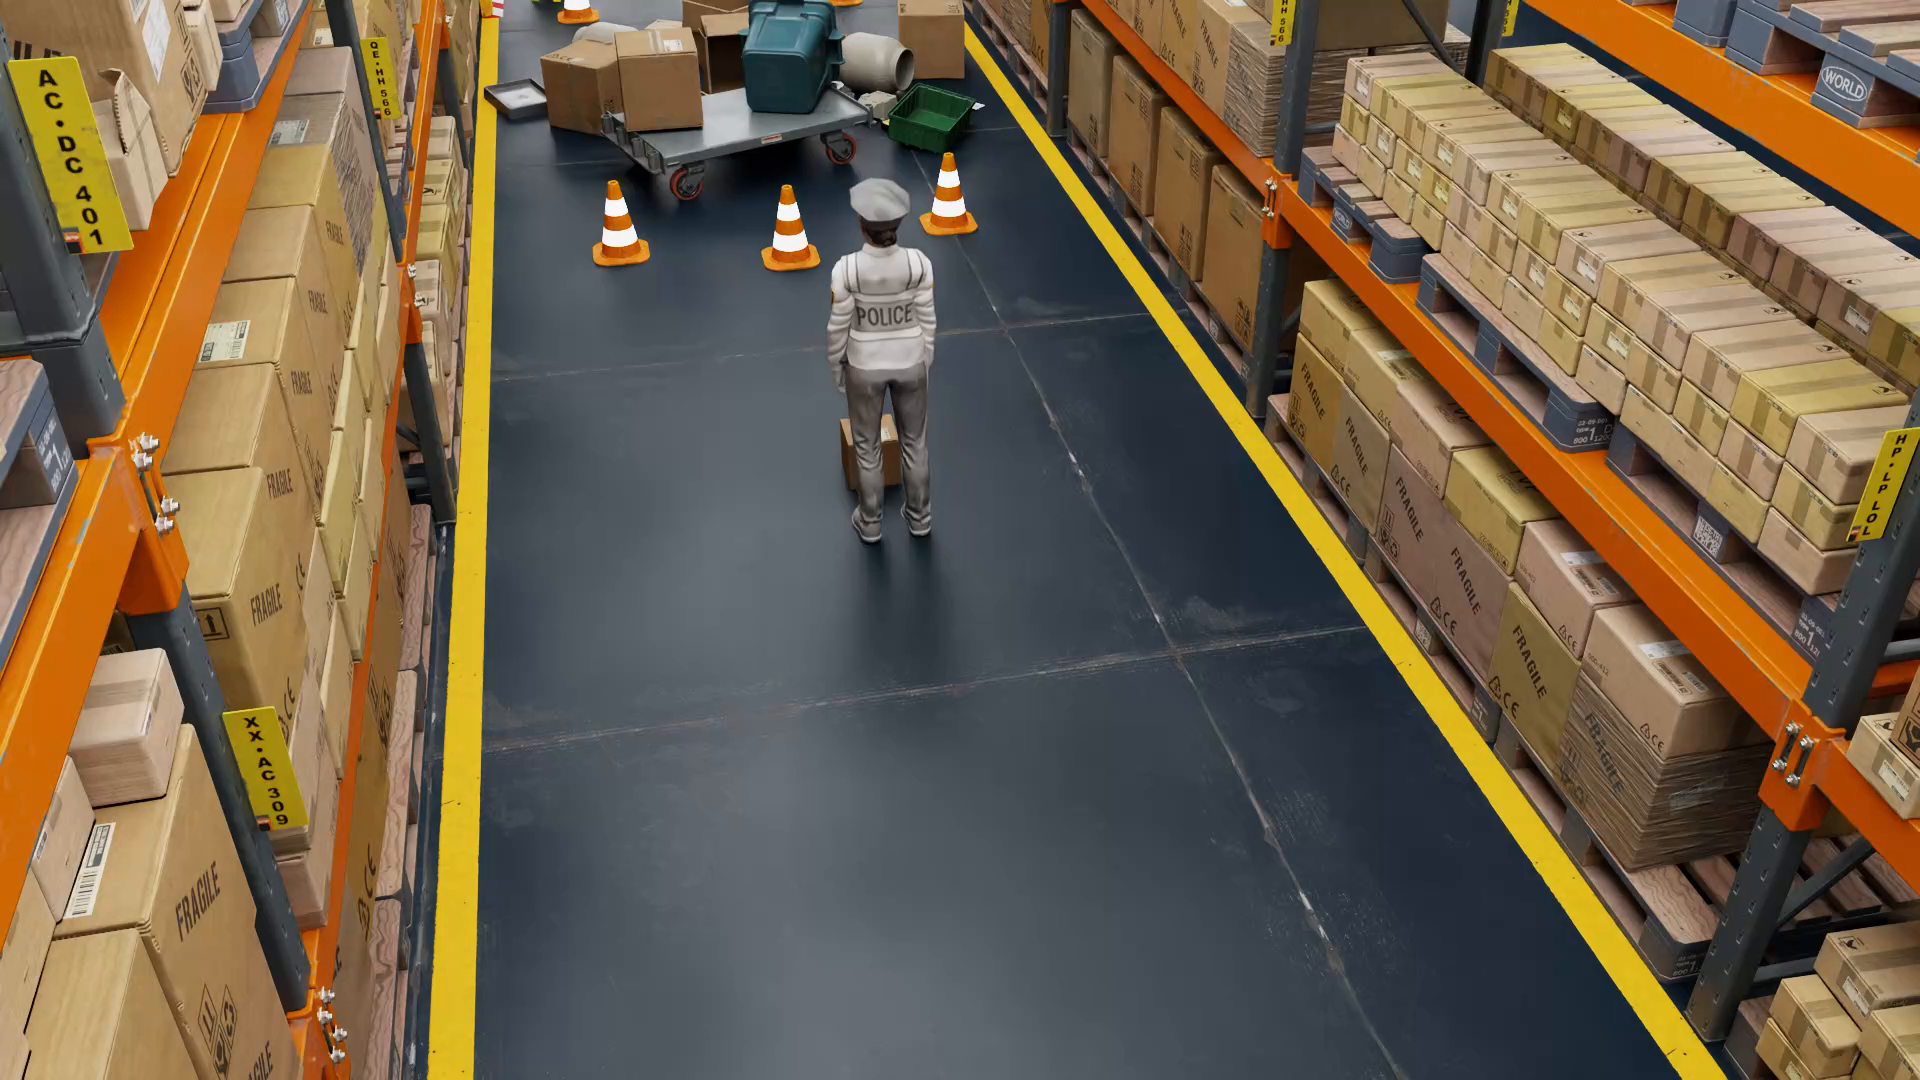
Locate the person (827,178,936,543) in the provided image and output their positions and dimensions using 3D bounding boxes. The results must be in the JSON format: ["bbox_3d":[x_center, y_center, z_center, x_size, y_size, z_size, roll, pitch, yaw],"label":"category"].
[{"bbox_3d":[-0.338,-0.751,7.217,0.469,1.691,0.345,-6,35,-9],"label":"person"}]
